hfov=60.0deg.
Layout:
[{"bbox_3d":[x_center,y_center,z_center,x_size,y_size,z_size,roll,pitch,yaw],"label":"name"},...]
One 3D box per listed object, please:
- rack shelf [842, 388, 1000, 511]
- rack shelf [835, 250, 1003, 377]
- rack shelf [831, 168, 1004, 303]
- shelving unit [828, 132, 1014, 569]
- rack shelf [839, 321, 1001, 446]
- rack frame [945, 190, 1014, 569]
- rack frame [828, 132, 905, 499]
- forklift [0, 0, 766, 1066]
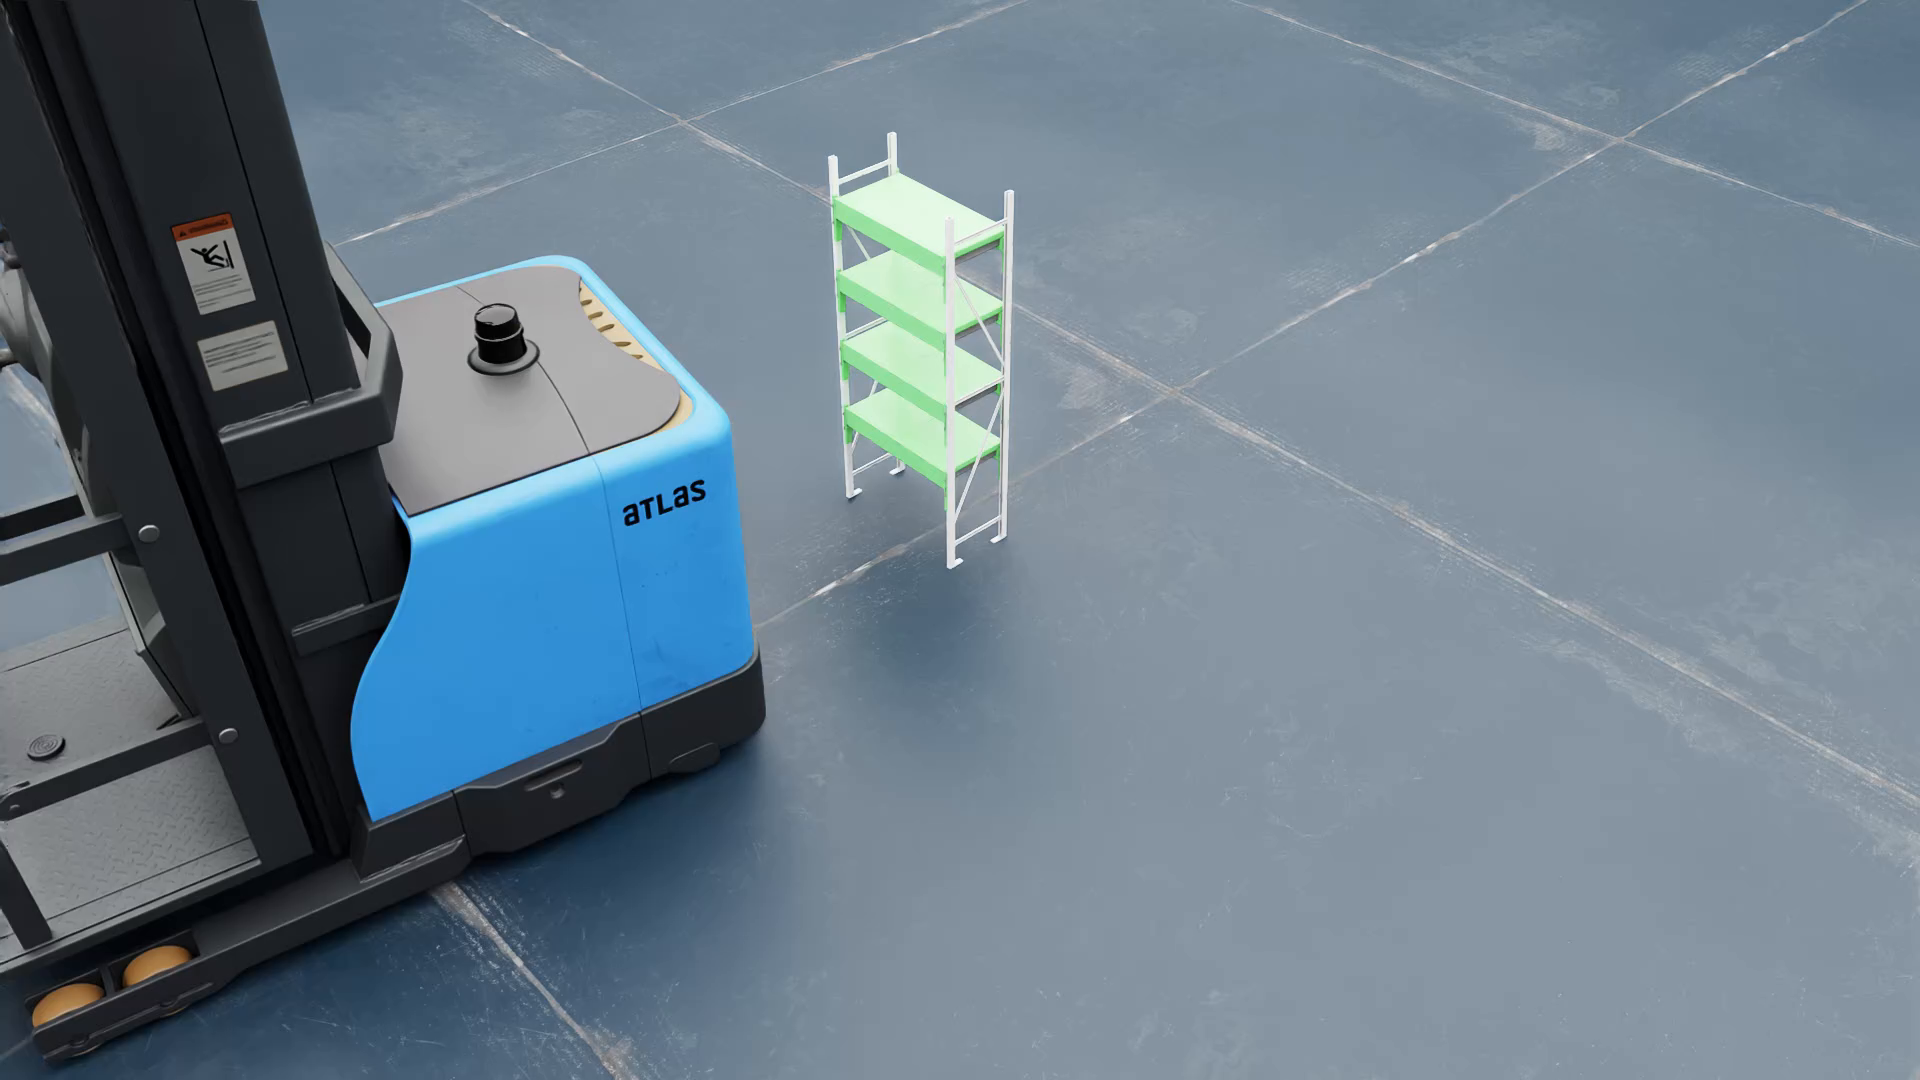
[{"bbox_3d":[-0.112,-0.307,5.159,0.258,0.148,0.480,-30,48,-32],"label":"rack shelf"},{"bbox_3d":[-0.112,-0.680,4.857,0.258,0.148,0.480,-30,48,-32],"label":"rack shelf"},{"bbox_3d":[-0.112,-0.867,4.706,0.258,0.148,0.480,-30,48,-32],"label":"rack shelf"},{"bbox_3d":[-0.112,-0.543,4.968,0.258,1.200,0.503,-30,48,-32],"label":"shelving unit"},{"bbox_3d":[-0.112,-0.494,5.008,0.258,0.148,0.480,-30,48,-32],"label":"rack shelf"},{"bbox_3d":[0.053,-0.430,4.828,0.240,1.200,0.015,-30,48,-32],"label":"rack frame"},{"bbox_3d":[-0.277,-0.656,5.108,0.240,1.200,0.015,-30,48,-32],"label":"rack frame"},{"bbox_3d":[-2.046,-0.345,3.345,3.031,2.935,1.130,-22,44,-25],"label":"forklift"}]
